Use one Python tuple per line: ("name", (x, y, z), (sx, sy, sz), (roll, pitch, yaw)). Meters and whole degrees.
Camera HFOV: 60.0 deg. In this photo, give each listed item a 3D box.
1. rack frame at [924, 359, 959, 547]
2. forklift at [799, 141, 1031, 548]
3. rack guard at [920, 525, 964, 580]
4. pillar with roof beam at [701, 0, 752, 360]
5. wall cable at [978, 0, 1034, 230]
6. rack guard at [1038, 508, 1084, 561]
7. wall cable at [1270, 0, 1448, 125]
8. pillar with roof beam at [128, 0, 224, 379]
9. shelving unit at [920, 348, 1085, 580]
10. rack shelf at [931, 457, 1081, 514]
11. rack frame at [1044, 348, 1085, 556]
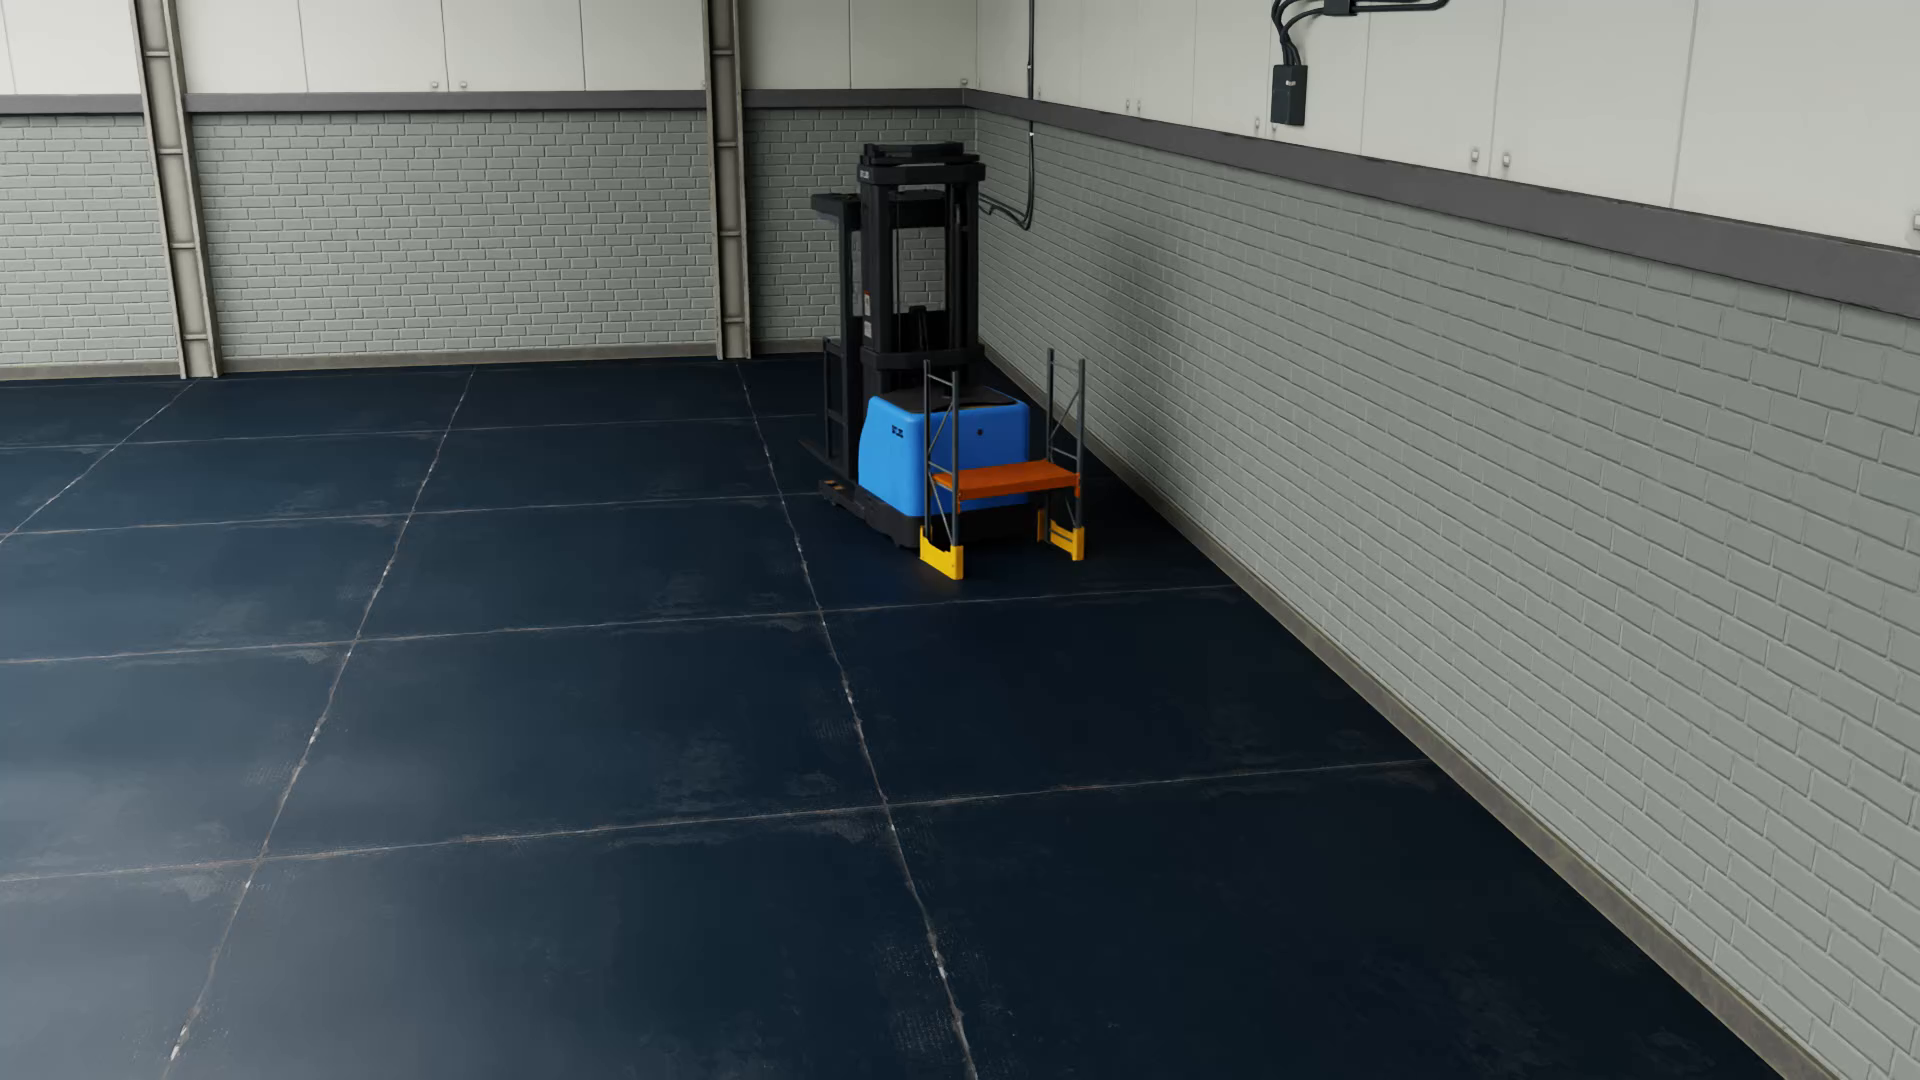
("rack frame", (-0.135, -0.509, 11.915), (0.032, 1.500, 0.500), (-8, 19, -25))
("forklift", (-0.526, -1.729, 13.449), (1.130, 2.935, 3.031), (-8, 19, -23))
("rack guard", (-0.134, 0.088, 12.100), (0.087, 0.250, 0.587), (-8, 19, -25))
("pillar with roof beam", (-1.899, -5.265, 14.627), (0.400, 9.000, 9.100), (-3, 17, -10))
("wall cable", (0.428, -4.805, 18.416), (0.112, 2.526, 3.097), (-3, 17, -10))
("rack guard", (0.758, -0.043, 12.525), (0.087, 0.250, 0.587), (-8, 19, -25))
("wall cable", (2.213, -5.177, 8.548), (0.169, 6.003, 2.305), (-3, 17, -10))
("pillar with roof beam", (-7.790, -4.931, 13.539), (0.400, 9.000, 9.100), (-3, 17, -10))
("shelving unit", (0.312, -0.575, 12.129), (1.083, 1.500, 0.587), (-8, 19, -25))
("rack shelf", (0.320, -0.404, 12.185), (1.000, 0.185, 0.538), (-8, 19, -25))
("rack frame", (0.775, -0.643, 12.350), (0.032, 1.500, 0.500), (-8, 19, -25))
